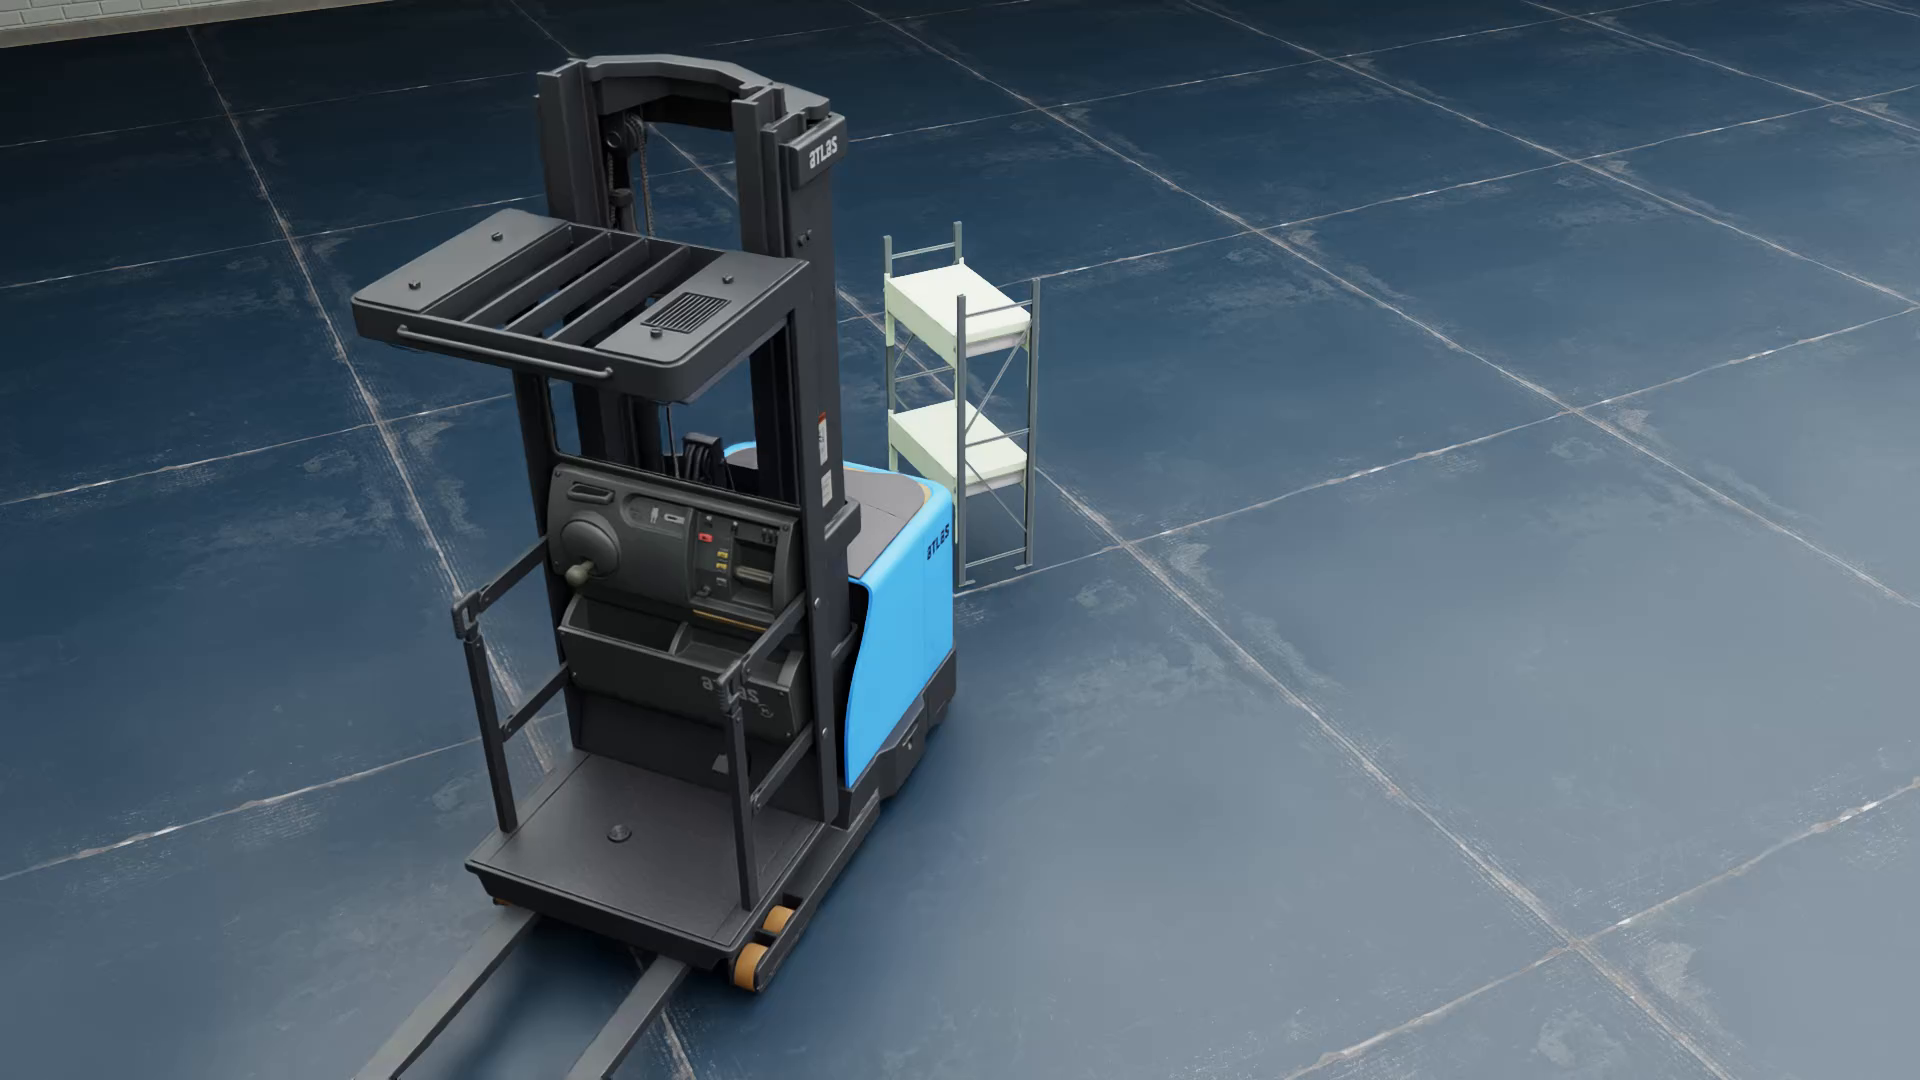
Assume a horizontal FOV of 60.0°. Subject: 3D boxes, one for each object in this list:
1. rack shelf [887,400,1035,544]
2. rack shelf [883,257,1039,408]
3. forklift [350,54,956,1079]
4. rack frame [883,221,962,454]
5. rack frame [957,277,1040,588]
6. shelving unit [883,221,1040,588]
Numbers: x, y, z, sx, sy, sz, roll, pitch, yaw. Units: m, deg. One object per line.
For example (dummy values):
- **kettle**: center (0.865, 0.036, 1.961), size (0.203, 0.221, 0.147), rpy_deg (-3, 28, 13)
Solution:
- **rack shelf**: center (-0.003, -0.360, 8.026), size (0.431, 0.370, 0.720), rpy_deg (-16, 36, -23)
- **rack shelf**: center (-0.003, -0.963, 7.640), size (0.431, 0.370, 0.720), rpy_deg (-16, 36, -23)
- **forklift**: center (-1.061, 0.074, 5.417), size (1.130, 2.935, 3.031), rpy_deg (13, 35, 19)
- **rack frame**: center (-0.174, -0.809, 8.123), size (0.400, 1.500, 0.023), rpy_deg (-16, 36, -23)
- **rack frame**: center (0.168, -0.460, 7.578), size (0.400, 1.500, 0.023), rpy_deg (-16, 36, -23)
- **shelving unit**: center (-0.003, -0.635, 7.850), size (0.431, 1.500, 0.755), rpy_deg (-16, 36, -23)
